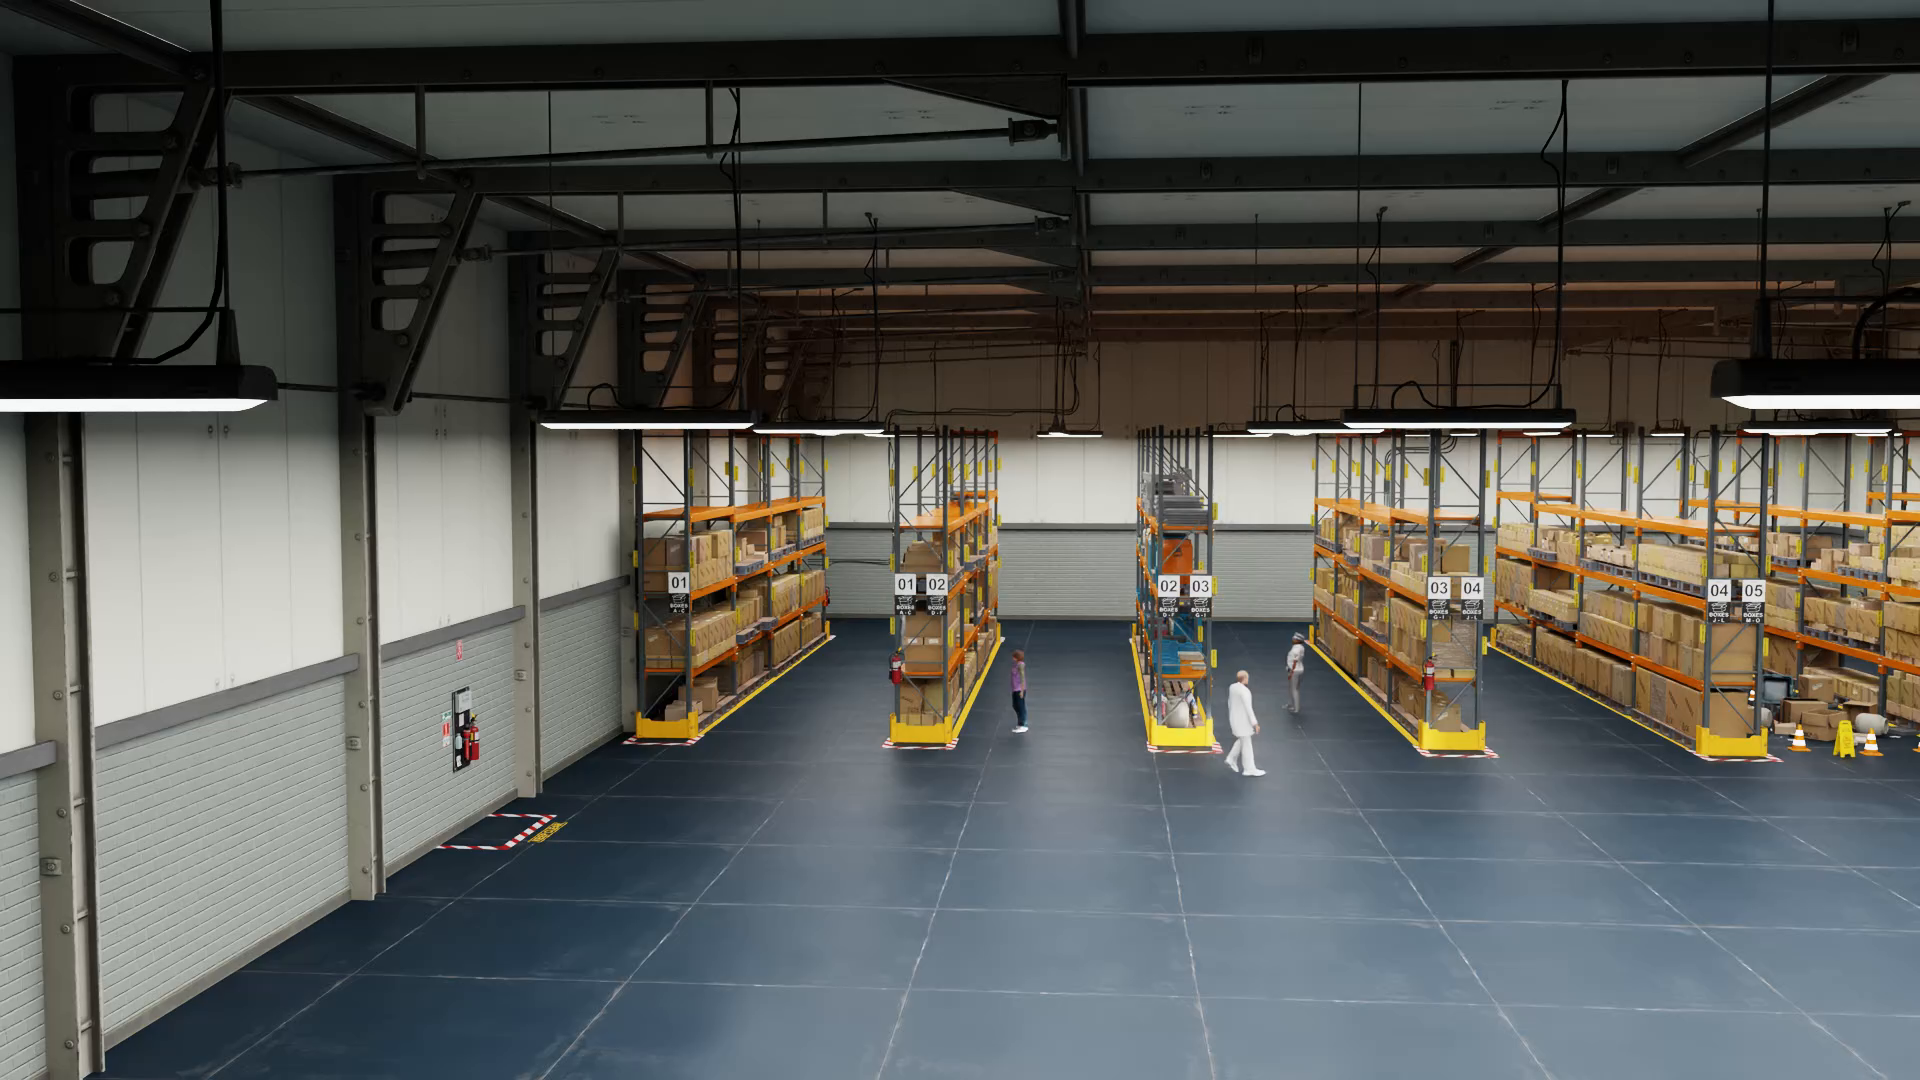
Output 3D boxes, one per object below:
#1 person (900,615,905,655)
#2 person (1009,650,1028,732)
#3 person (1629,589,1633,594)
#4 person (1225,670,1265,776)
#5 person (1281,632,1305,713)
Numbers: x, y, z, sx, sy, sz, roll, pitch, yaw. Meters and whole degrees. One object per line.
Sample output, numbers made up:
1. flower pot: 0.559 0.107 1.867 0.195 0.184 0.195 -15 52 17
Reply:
1. person: -1.418 2.216 44.868 0.610 1.667 0.958 0 3 7
2. person: 1.158 2.968 32.591 0.349 1.629 0.513 -1 4 -21
3. person: 19.054 2.108 47.043 0.368 1.546 0.969 1 4 15
4. person: 4.841 3.119 28.450 0.619 1.785 0.714 -1 4 -17
5. person: 6.995 2.781 35.124 0.592 1.693 0.469 3 4 38
